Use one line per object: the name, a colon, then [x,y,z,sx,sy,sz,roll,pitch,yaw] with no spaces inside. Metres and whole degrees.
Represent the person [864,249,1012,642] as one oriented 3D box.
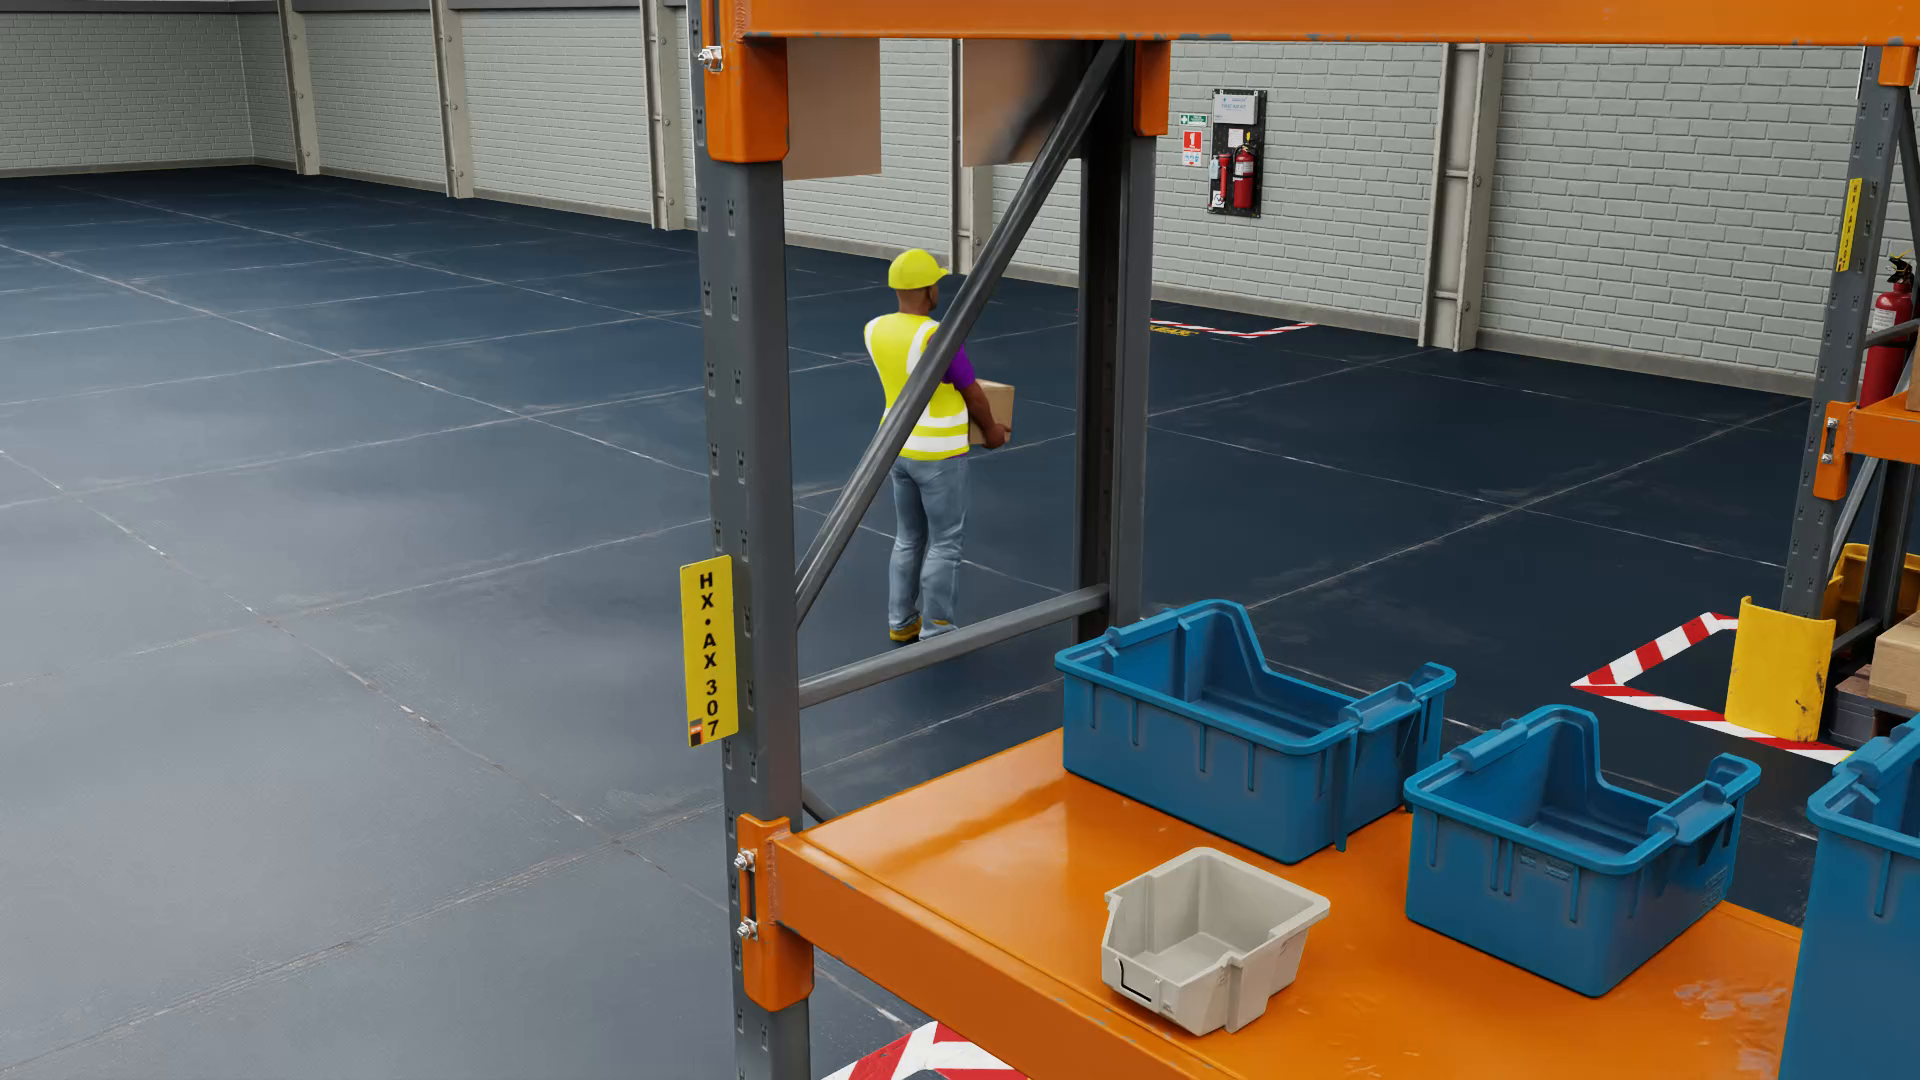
person: [-0.082,-0.403,7.312,0.575,1.762,0.504,-15,23,-40]
